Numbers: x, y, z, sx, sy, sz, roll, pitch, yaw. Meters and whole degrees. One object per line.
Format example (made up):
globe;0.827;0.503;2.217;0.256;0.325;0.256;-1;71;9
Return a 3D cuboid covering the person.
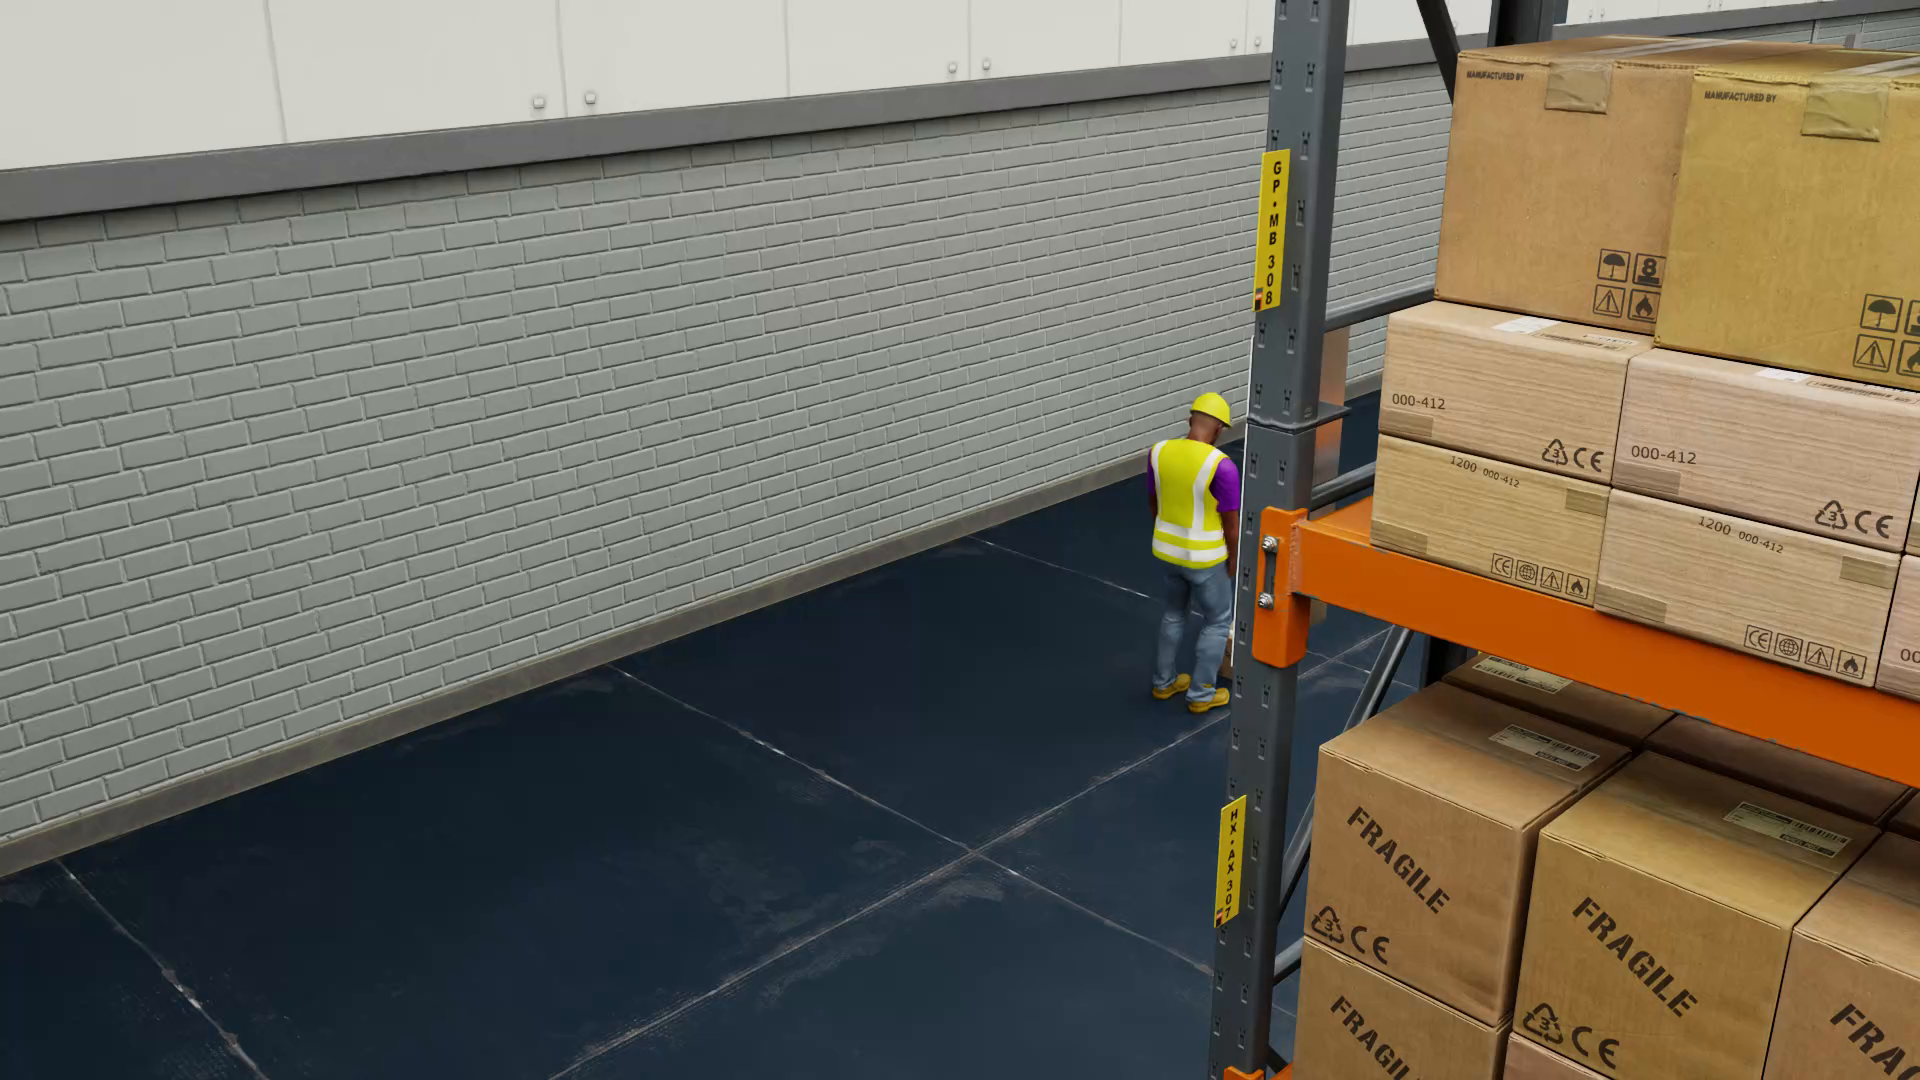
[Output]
person;1.260;0.060;8.944;0.438;1.725;0.588;-19;28;-41
